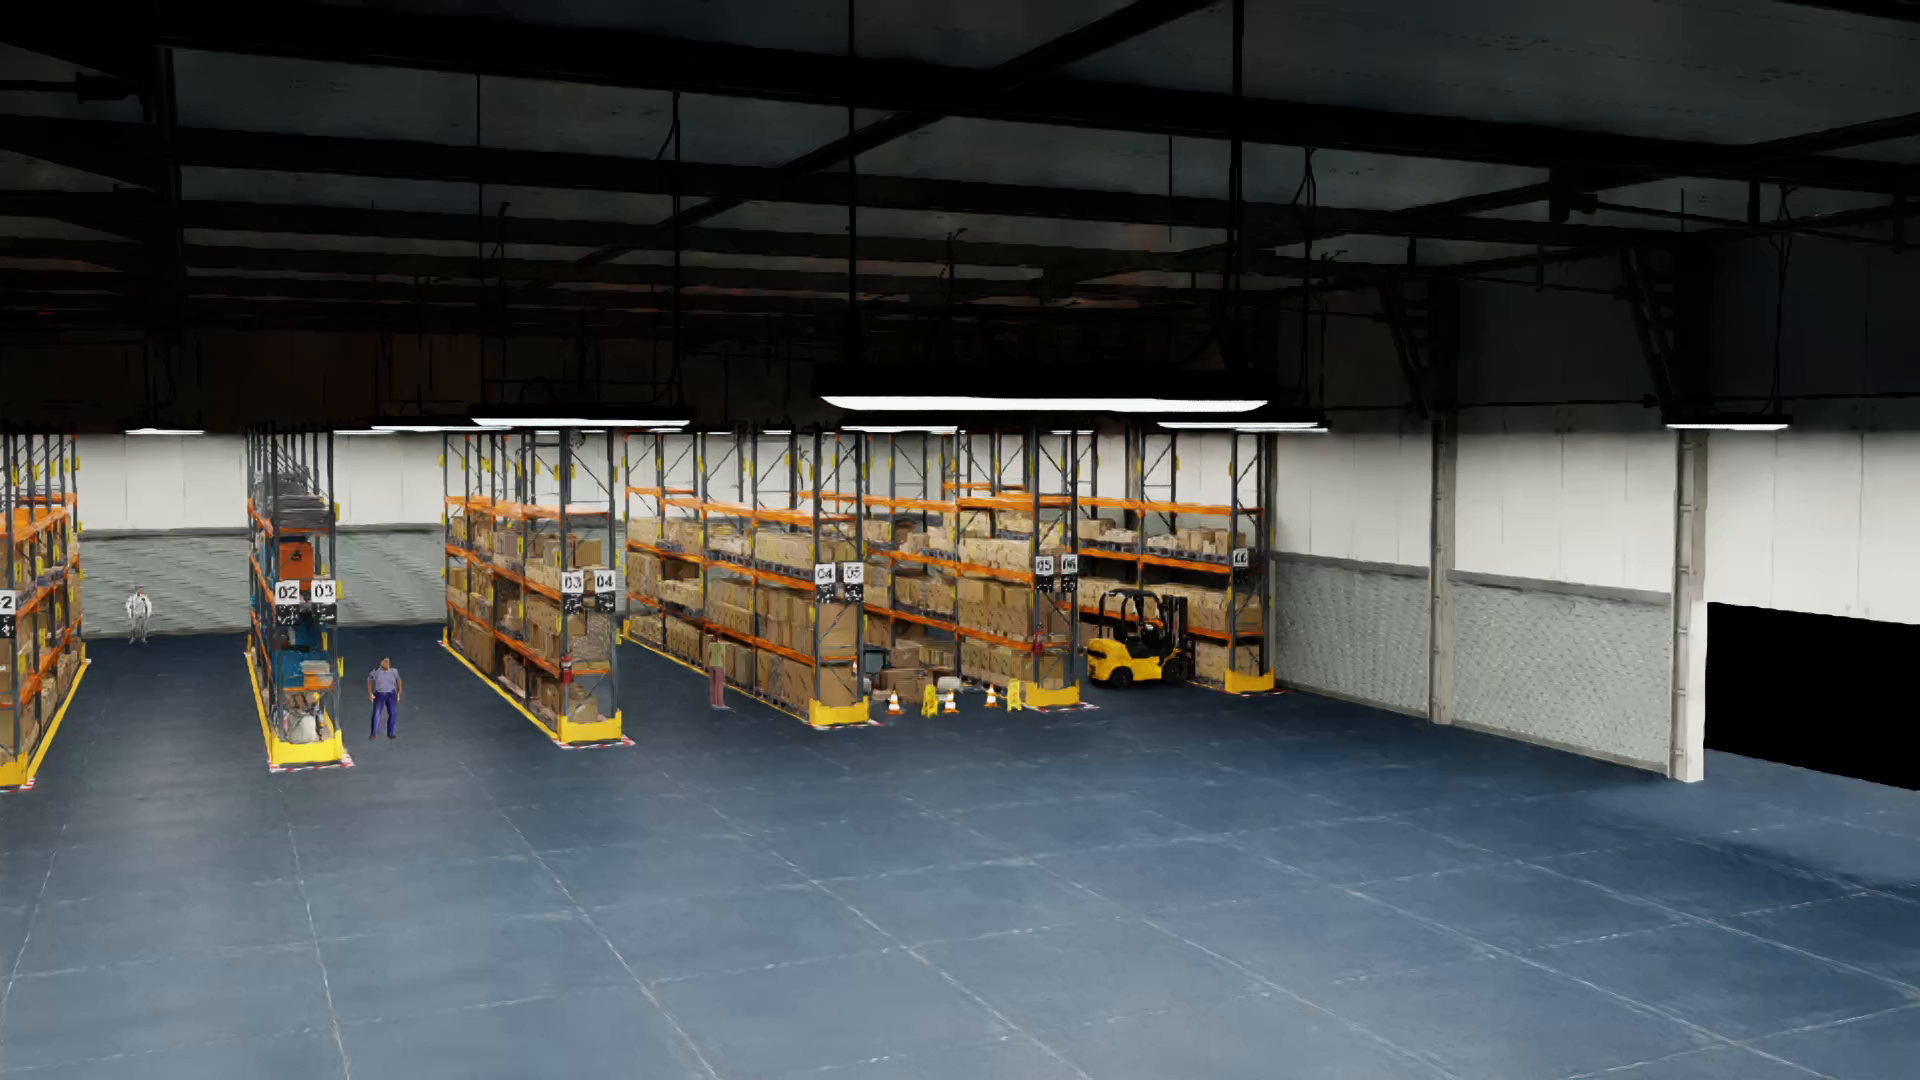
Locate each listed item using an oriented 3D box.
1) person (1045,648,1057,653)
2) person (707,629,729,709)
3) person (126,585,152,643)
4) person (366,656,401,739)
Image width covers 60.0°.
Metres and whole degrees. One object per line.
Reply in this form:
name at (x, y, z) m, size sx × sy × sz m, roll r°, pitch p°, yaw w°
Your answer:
person at (2.086, 2.384, 39.295) m, size 0.504 × 1.747 × 0.588 m, roll 0°, pitch 4°, yaw 6°
person at (-5.059, 2.692, 34.889) m, size 0.498 × 1.675 × 0.441 m, roll 2°, pitch 4°, yaw 35°
person at (-22.710, 2.047, 46.001) m, size 0.639 × 1.620 × 0.512 m, roll -2°, pitch 4°, yaw -27°
person at (-10.885, 2.964, 31.441) m, size 0.625 × 1.589 × 0.517 m, roll -2°, pitch 4°, yaw -27°
